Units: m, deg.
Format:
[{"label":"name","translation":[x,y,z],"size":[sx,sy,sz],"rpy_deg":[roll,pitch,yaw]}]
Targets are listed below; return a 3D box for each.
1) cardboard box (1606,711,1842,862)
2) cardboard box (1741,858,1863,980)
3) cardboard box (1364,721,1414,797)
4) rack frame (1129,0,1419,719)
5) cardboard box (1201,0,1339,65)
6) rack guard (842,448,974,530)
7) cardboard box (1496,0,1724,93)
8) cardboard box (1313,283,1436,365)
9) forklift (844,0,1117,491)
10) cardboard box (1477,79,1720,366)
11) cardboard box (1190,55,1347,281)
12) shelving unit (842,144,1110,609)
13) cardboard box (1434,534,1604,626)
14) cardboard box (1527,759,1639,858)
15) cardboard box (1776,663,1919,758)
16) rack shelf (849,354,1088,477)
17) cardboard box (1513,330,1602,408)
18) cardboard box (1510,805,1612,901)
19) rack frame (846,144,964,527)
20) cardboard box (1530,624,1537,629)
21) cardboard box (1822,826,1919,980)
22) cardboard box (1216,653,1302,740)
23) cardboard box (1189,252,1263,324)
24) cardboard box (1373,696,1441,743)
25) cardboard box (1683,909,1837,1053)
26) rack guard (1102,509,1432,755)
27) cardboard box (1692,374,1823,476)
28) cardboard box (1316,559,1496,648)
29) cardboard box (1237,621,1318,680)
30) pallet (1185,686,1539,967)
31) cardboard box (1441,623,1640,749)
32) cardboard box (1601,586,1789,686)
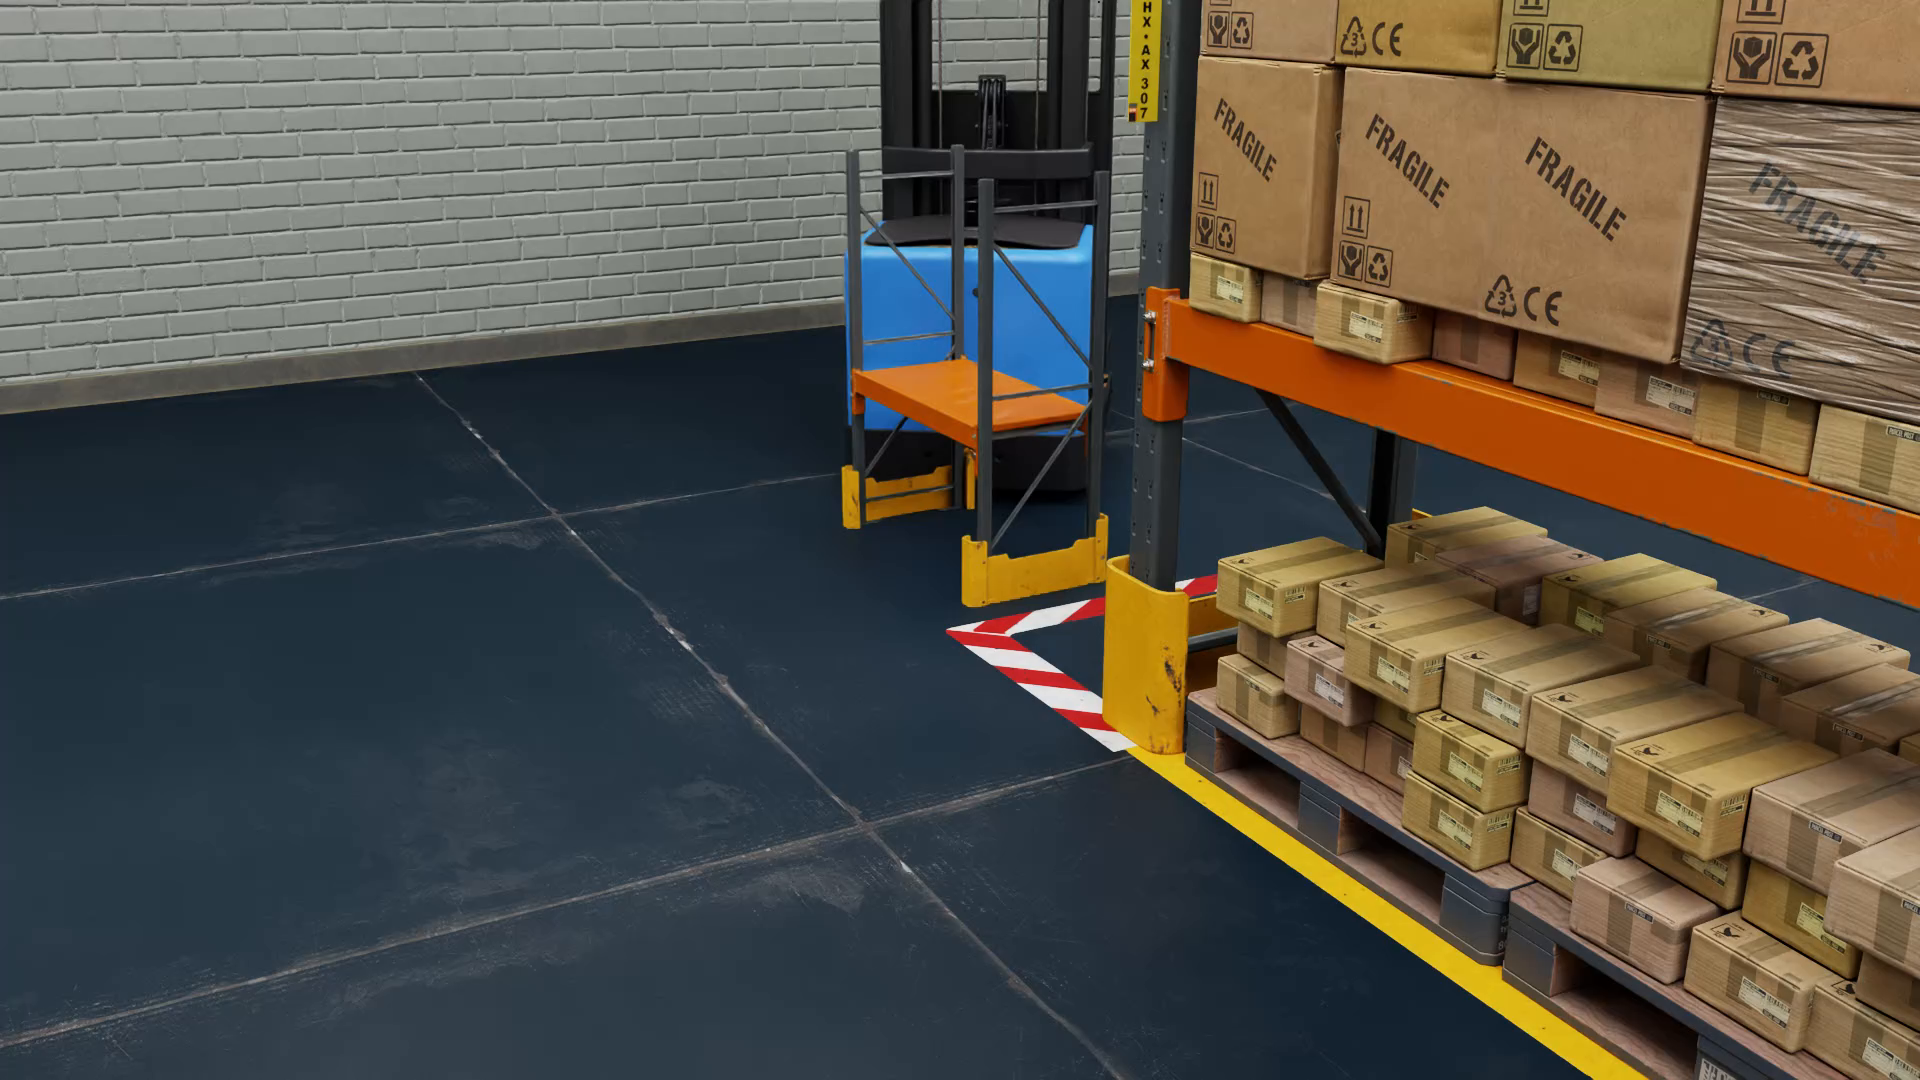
[{"label":"cardboard box","translation":[1.561,0.498,3.404],"size":[0.380,0.149,0.250],"rpy_deg":[-10,21,-26]},{"label":"cardboard box","translation":[1.787,0.697,3.282],"size":[0.380,0.149,0.250],"rpy_deg":[-9,21,-24]},{"label":"cardboard box","translation":[1.256,0.534,4.212],"size":[0.380,0.149,0.250],"rpy_deg":[-10,21,-26]},{"label":"rack frame","translation":[0.968,-0.948,4.779],"size":[1.000,3.000,0.127],"rpy_deg":[-10,21,-27]},{"label":"cardboard box","translation":[0.948,-1.438,4.059],"size":[0.500,0.500,0.500],"rpy_deg":[-10,21,-27]},{"label":"rack guard","translation":[-0.209,-0.213,6.866],"size":[0.587,0.250,0.087],"rpy_deg":[-10,22,-27]},{"label":"cardboard box","translation":[1.421,-1.142,3.199],"size":[0.500,0.500,0.500],"rpy_deg":[-11,22,-28]},{"label":"cardboard box","translation":[1.072,-0.533,3.963],"size":[0.380,0.149,0.250],"rpy_deg":[-11,22,-28]},{"label":"forklift","translation":[0.205,-2.030,8.021],"size":[1.130,2.935,3.031],"rpy_deg":[2,19,7]},{"label":"cardboard box","translation":[1.437,-0.672,3.370],"size":[0.500,0.500,0.500],"rpy_deg":[-10,21,-26]},{"label":"cardboard box","translation":[0.939,-0.964,4.217],"size":[0.500,0.500,0.500],"rpy_deg":[-9,21,-24]},{"label":"shelving unit","translation":[0.034,-0.662,6.251],"size":[0.587,1.500,1.083],"rpy_deg":[-10,22,-27]},{"label":"cardboard box","translation":[1.512,0.114,4.517],"size":[0.380,0.149,0.250],"rpy_deg":[-10,21,-26]},{"label":"cardboard box","translation":[1.502,0.547,3.719],"size":[0.380,0.149,0.250],"rpy_deg":[-11,22,-29]},{"label":"cardboard box","translation":[2.018,0.414,3.647],"size":[0.380,0.149,0.250],"rpy_deg":[-11,22,-28]},{"label":"rack shelf","translation":[0.038,-0.489,6.302],"size":[0.538,0.185,1.000],"rpy_deg":[-10,22,-27]},{"label":"cardboard box","translation":[1.423,-0.398,3.572],"size":[0.380,0.149,0.250],"rpy_deg":[-10,22,-27]},{"label":"cardboard box","translation":[1.486,0.683,3.780],"size":[0.380,0.149,0.250],"rpy_deg":[-10,21,-27]},{"label":"rack frame","translation":[-0.209,-0.804,6.663],"size":[0.500,1.500,0.032],"rpy_deg":[-10,22,-27]},{"label":"cardboard box","translation":[1.547,0.252,4.575],"size":[0.380,0.149,0.250],"rpy_deg":[-11,22,-28]},{"label":"cardboard box","translation":[1.786,0.644,2.982],"size":[0.380,0.149,0.250],"rpy_deg":[-11,22,-29]},{"label":"cardboard box","translation":[0.936,0.401,4.596],"size":[0.380,0.149,0.250],"rpy_deg":[-10,21,-26]},{"label":"cardboard box","translation":[0.834,-0.685,4.404],"size":[0.380,0.149,0.250],"rpy_deg":[-10,21,-27]},{"label":"cardboard box","translation":[1.266,0.395,4.159],"size":[0.380,0.149,0.250],"rpy_deg":[-10,21,-26]},{"label":"cardboard box","translation":[1.682,0.843,3.315],"size":[0.380,0.149,0.250],"rpy_deg":[-10,21,-27]},{"label":"rack guard","translation":[1.005,0.256,5.124],"size":[1.175,0.500,0.348],"rpy_deg":[-10,21,-27]},{"label":"cardboard box","translation":[1.619,-0.245,3.129],"size":[0.380,0.149,0.250],"rpy_deg":[-9,21,-25]},{"label":"cardboard box","translation":[1.155,0.184,4.315],"size":[0.380,0.149,0.250],"rpy_deg":[-10,21,-26]},{"label":"cardboard box","translation":[0.991,0.251,4.576],"size":[0.380,0.149,0.250],"rpy_deg":[-9,21,-24]},{"label":"pallet","translation":[1.359,0.631,4.479],"size":[1.003,0.211,1.213],"rpy_deg":[-10,21,-27]},{"label":"cardboard box","translation":[1.353,0.334,3.879],"size":[0.380,0.149,0.250],"rpy_deg":[-11,22,-29]},{"label":"cardboard box","translation":[1.814,0.253,4.115],"size":[0.380,0.149,0.250],"rpy_deg":[-11,22,-29]}]
